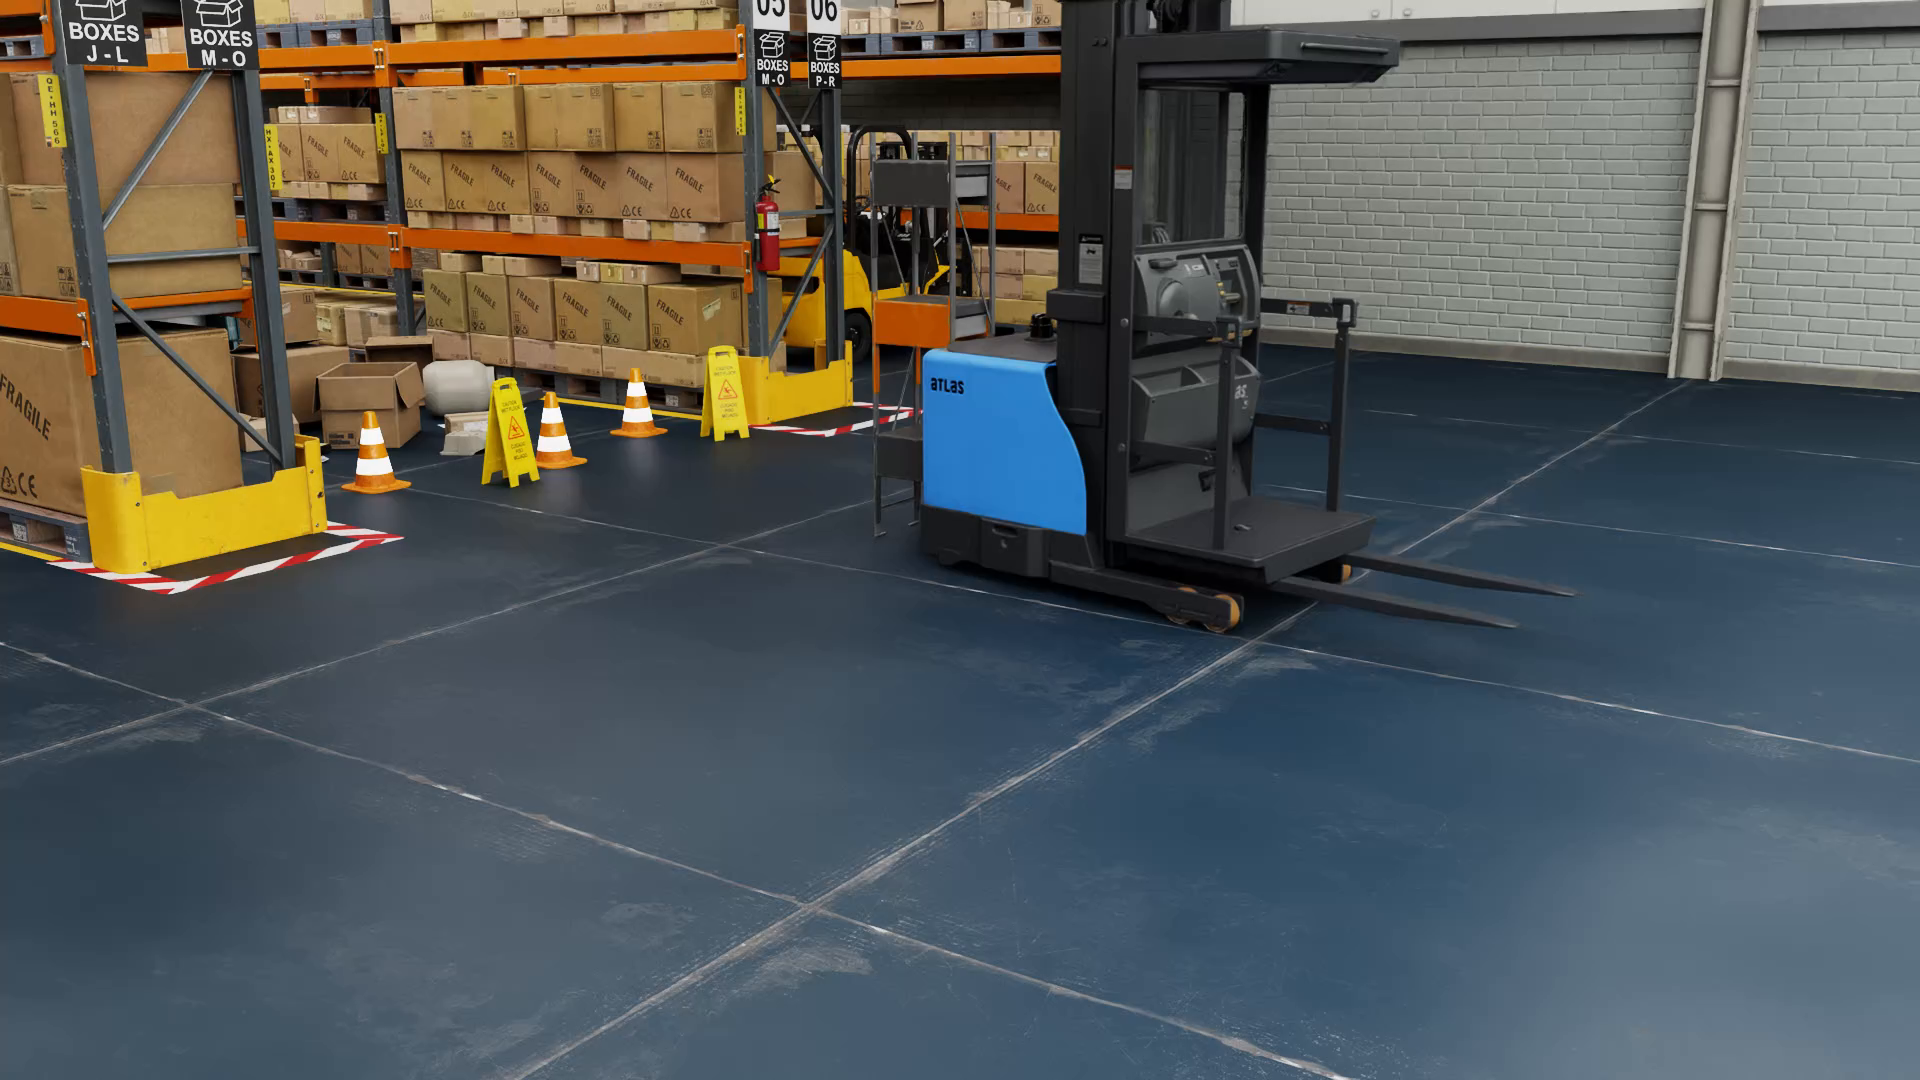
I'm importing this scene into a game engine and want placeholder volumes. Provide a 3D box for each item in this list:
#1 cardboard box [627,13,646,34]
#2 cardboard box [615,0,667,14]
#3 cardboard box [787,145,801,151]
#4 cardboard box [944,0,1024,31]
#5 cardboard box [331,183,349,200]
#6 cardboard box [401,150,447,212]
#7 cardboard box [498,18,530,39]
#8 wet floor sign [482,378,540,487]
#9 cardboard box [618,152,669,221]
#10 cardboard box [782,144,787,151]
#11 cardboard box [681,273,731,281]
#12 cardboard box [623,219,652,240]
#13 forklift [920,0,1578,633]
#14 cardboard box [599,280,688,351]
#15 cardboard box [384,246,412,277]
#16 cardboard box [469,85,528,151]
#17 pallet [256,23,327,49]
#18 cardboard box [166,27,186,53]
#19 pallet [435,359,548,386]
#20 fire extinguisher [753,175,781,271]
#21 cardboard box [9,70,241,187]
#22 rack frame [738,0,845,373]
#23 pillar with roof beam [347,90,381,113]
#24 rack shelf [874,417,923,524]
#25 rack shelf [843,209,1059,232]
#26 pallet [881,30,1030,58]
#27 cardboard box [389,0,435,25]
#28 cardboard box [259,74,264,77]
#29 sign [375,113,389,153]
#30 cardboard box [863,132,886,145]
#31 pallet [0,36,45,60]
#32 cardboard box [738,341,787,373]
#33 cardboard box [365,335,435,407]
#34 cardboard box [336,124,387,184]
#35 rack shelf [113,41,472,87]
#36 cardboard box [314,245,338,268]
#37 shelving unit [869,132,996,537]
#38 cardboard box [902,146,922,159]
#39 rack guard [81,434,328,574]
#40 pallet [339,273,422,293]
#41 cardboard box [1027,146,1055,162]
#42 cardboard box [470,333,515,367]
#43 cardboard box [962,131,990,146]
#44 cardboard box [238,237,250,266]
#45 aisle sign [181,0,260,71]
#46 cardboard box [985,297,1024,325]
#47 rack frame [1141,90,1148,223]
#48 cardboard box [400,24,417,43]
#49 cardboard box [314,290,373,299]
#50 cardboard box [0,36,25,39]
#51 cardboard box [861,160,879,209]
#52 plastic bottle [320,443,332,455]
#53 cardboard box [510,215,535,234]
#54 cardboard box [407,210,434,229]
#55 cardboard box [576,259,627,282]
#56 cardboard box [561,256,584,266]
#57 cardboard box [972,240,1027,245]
[{"bbox_3d":[-2.277,-3.867,12.483,0.250,0.149,0.380,9,17,33],"label":"cardboard box"},{"bbox_3d":[-2.210,-4.037,12.341,0.500,0.250,0.500,9,16,32],"label":"cardboard box"},{"bbox_3d":[-1.660,-4.219,18.067,0.250,0.149,0.380,9,16,32],"label":"cardboard box"},{"bbox_3d":[0.244,-5.340,16.619,0.500,0.500,0.700,9,17,33],"label":"cardboard box"},{"bbox_3d":[-5.335,-3.096,14.735,0.250,0.149,0.380,9,16,31],"label":"cardboard box"},{"bbox_3d":[-4.335,-3.039,14.031,0.500,0.500,0.500,9,17,33],"label":"cardboard box"},{"bbox_3d":[-3.402,-4.014,13.076,0.250,0.149,0.380,9,16,32],"label":"cardboard box"},{"bbox_3d":[-2.775,-0.672,10.195,0.232,0.644,0.267,6,15,23],"label":"wet floor sign"},{"bbox_3d":[-2.243,-2.703,12.674,0.500,0.500,0.500,9,17,33],"label":"cardboard box"},{"bbox_3d":[-1.950,-4.404,18.815,0.250,0.149,0.380,9,16,32],"label":"cardboard box"},{"bbox_3d":[-2.197,-1.893,13.516,0.500,0.500,0.500,8,16,31],"label":"cardboard box"},{"bbox_3d":[-2.359,-2.389,12.754,0.250,0.149,0.380,10,17,34],"label":"cardboard box"},{"bbox_3d":[1.244,-1.163,7.423,3.031,2.935,1.130,12,18,39],"label":"forklift"},{"bbox_3d":[-2.471,-1.782,13.068,0.500,0.500,0.500,10,17,35],"label":"cardboard box"},{"bbox_3d":[-7.281,-3.767,22.128,0.500,0.500,0.500,9,16,31],"label":"cardboard box"},{"bbox_3d":[-3.488,-3.391,13.373,0.500,0.500,0.700,9,16,32],"label":"cardboard box"},{"bbox_3d":[-5.860,-4.568,15.183,1.003,0.211,1.213,9,17,33],"label":"pallet"},{"bbox_3d":[-7.083,-4.873,15.815,0.500,0.500,0.700,9,17,33],"label":"cardboard box"},{"bbox_3d":[-3.968,-1.524,14.541,1.213,0.211,1.003,9,17,33],"label":"pallet"},{"bbox_3d":[-1.388,-2.280,11.951,0.183,0.674,0.296,9,17,33],"label":"fire extinguisher"},{"bbox_3d":[-4.191,-2.078,8.417,0.550,0.550,0.875,9,17,33],"label":"cardboard box"},{"bbox_3d":[-1.226,-2.424,12.375,0.127,3.000,1.000,9,17,33],"label":"rack frame"},{"bbox_3d":[-10.893,-7.351,19.791,0.400,9.000,9.100,9,17,33],"label":"pillar with roof beam"},{"bbox_3d":[-0.137,-0.349,8.832,0.480,0.518,0.431,9,17,33],"label":"rack shelf"},{"bbox_3d":[-0.118,-3.334,17.545,4.000,0.370,1.077,9,17,33],"label":"rack shelf"},{"bbox_3d":[-0.047,-5.091,17.089,1.213,0.211,1.003,9,17,33],"label":"pallet"},{"bbox_3d":[-4.333,-4.375,13.705,0.500,0.250,0.500,9,16,32],"label":"cardboard box"},{"bbox_3d":[-9.500,-6.452,22.927,0.250,0.149,0.380,9,17,33],"label":"cardboard box"},{"bbox_3d":[-4.852,-3.412,13.954,0.005,0.325,0.100,9,17,33],"label":"sign"},{"bbox_3d":[-0.808,-4.223,17.463,0.250,0.149,0.380,9,16,32],"label":"cardboard box"},{"bbox_3d":[-9.357,-5.087,17.280,1.213,0.211,1.003,10,17,35],"label":"pallet"},{"bbox_3d":[-1.741,-1.457,13.314,0.500,0.250,0.500,9,17,32],"label":"cardboard box"},{"bbox_3d":[-4.415,-1.334,13.165,0.500,0.500,0.500,-4,14,-16],"label":"cardboard box"},{"bbox_3d":[-5.056,-3.374,14.509,0.500,0.500,0.500,9,16,32],"label":"cardboard box"},{"bbox_3d":[-6.204,-4.336,15.351,4.000,0.370,1.077,9,17,33],"label":"rack shelf"},{"bbox_3d":[-8.832,-4.058,23.697,0.500,0.311,0.500,10,17,35],"label":"cardboard box"},{"bbox_3d":[-0.137,-1.041,8.661,0.503,2.100,0.431,9,17,33],"label":"shelving unit"},{"bbox_3d":[-0.388,-4.008,17.213,0.250,0.149,0.380,9,16,32],"label":"cardboard box"},{"bbox_3d":[-3.885,-0.207,8.620,0.348,0.500,1.175,9,17,33],"label":"rack guard"},{"bbox_3d":[-7.720,-3.569,22.801,1.213,0.211,1.003,9,17,33],"label":"pallet"},{"bbox_3d":[0.869,-3.797,16.361,0.250,0.149,0.380,9,17,34],"label":"cardboard box"},{"bbox_3d":[-3.757,-1.628,14.004,0.500,0.250,0.500,10,17,36],"label":"cardboard box"},{"bbox_3d":[0.229,-4.046,16.748,0.250,0.149,0.380,10,17,34],"label":"cardboard box"},{"bbox_3d":[-10.210,-4.237,24.024,0.500,0.500,0.500,10,17,34],"label":"cardboard box"},{"bbox_3d":[-3.678,-2.736,8.224,0.004,0.787,0.394,9,17,33],"label":"aisle sign"},{"bbox_3d":[0.568,-2.352,16.932,0.500,0.250,0.500,9,17,33],"label":"cardboard box"},{"bbox_3d":[1.541,-3.415,16.375,0.127,3.000,1.000,9,17,33],"label":"rack frame"},{"bbox_3d":[-4.422,-4.203,13.841,0.250,0.149,0.380,9,16,32],"label":"cardboard box"},{"bbox_3d":[-6.158,-2.148,15.851,0.625,0.372,0.950,10,17,35],"label":"cardboard box"},{"bbox_3d":[-9.488,-5.384,17.007,0.500,0.500,0.500,9,17,33],"label":"cardboard box"},{"bbox_3d":[-0.693,-3.754,17.537,0.500,0.500,0.500,9,17,32],"label":"cardboard box"},{"bbox_3d":[-4.388,-0.615,11.179,0.283,0.061,0.133,3,14,14],"label":"plastic bottle"},{"bbox_3d":[-3.406,-2.559,13.442,0.250,0.149,0.380,9,17,33],"label":"cardboard box"},{"bbox_3d":[-4.463,-2.733,14.143,0.250,0.149,0.380,9,17,33],"label":"cardboard box"},{"bbox_3d":[-2.803,-2.134,13.138,0.250,0.149,0.380,10,17,35],"label":"cardboard box"},{"bbox_3d":[-4.587,-3.452,20.595,0.625,0.625,0.875,10,17,35],"label":"cardboard box"},{"bbox_3d":[0.423,-3.007,17.495,0.500,0.250,0.500,9,17,32],"label":"cardboard box"}]
